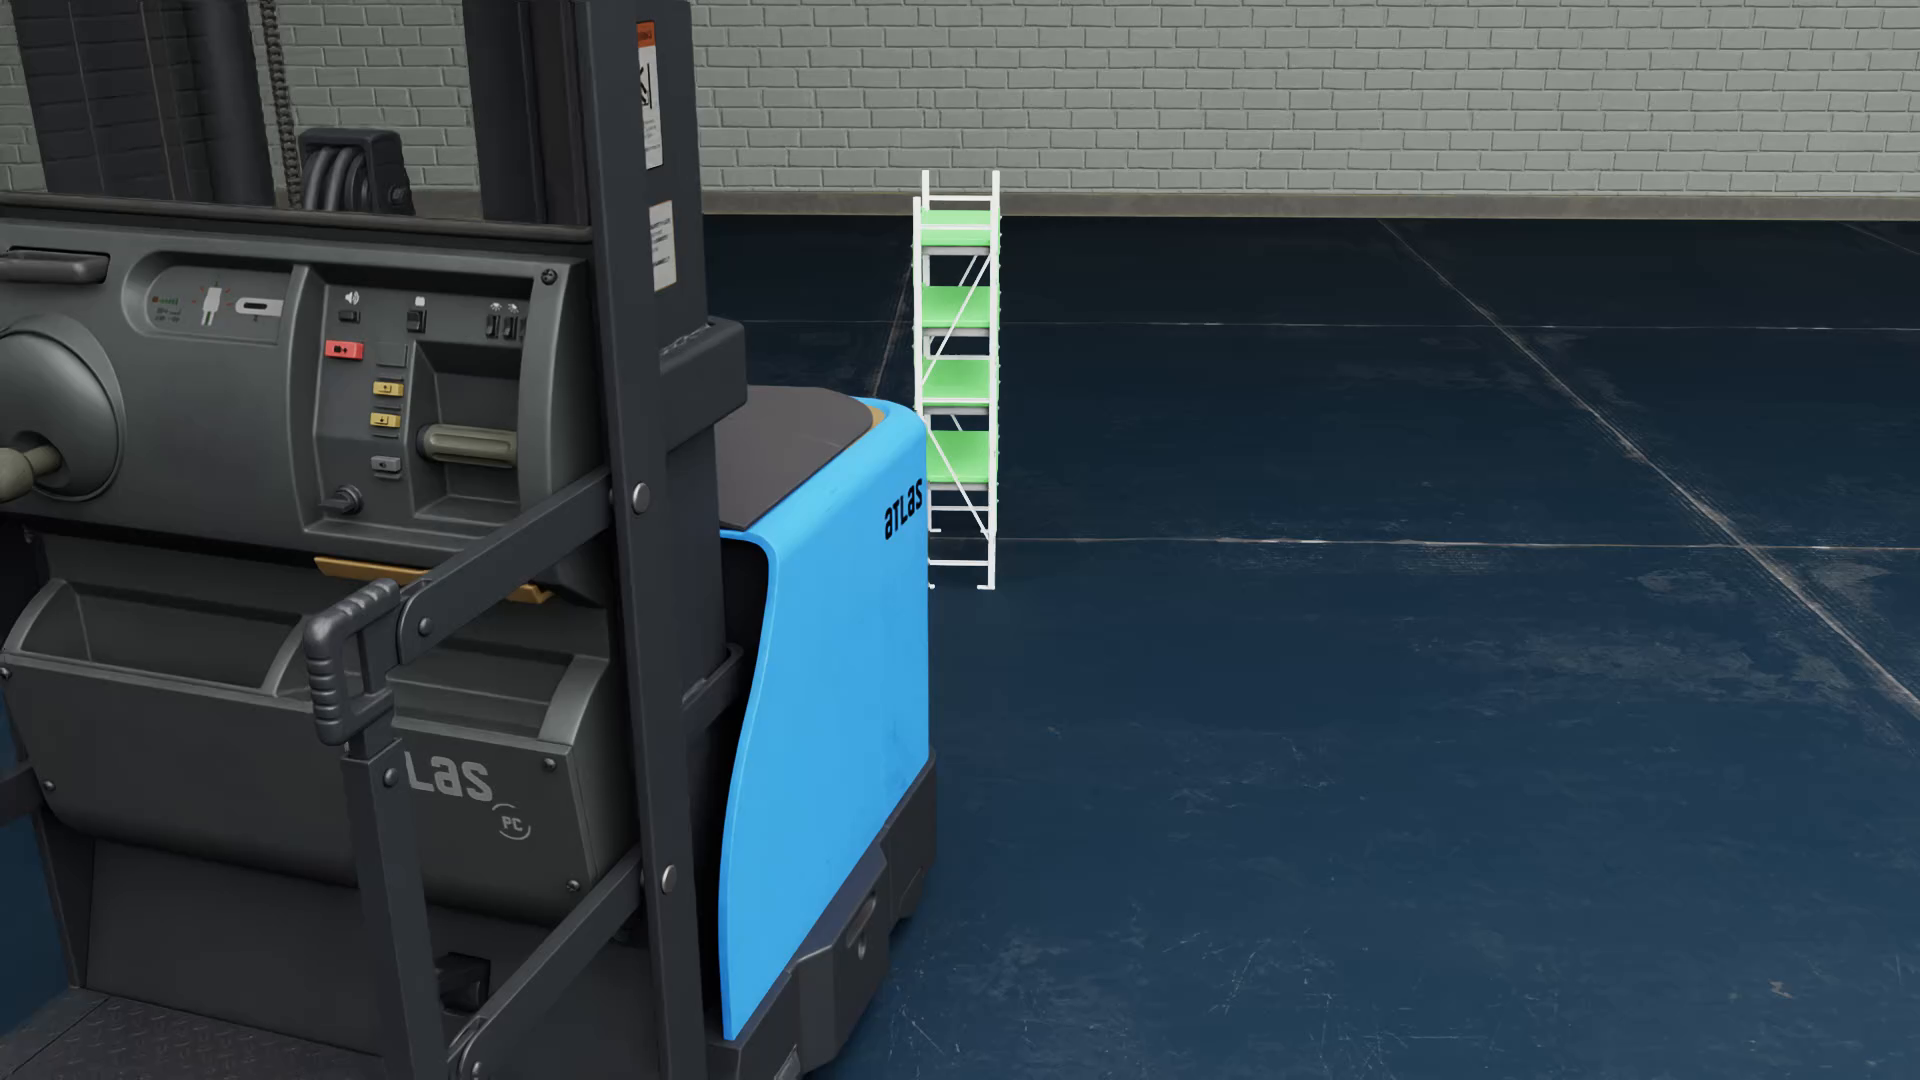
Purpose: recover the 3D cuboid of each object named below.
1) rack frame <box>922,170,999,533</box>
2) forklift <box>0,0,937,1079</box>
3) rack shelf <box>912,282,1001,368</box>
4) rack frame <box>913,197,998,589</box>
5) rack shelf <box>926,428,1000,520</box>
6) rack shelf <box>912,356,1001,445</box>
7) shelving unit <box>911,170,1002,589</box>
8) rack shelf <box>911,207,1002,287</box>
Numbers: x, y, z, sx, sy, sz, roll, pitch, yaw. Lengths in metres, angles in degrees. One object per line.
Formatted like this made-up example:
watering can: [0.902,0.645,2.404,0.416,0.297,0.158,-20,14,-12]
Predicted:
rack frame: [0.002,-0.588,5.385,0.240,1.200,0.015,1,21,2]
forklift: [-0.983,-0.184,1.951,1.130,2.935,3.031,7,22,16]
rack shelf: [-0.005,-0.664,5.094,0.258,0.148,0.480,1,21,2]
rack frame: [-0.012,-0.411,4.930,0.240,1.200,0.015,1,21,2]
rack shelf: [-0.005,-0.216,5.268,0.258,0.148,0.480,1,21,2]
rack shelf: [-0.005,-0.440,5.181,0.258,0.148,0.480,1,21,2]
shelving unit: [-0.005,-0.500,5.158,0.258,1.200,0.503,1,21,2]
rack shelf: [-0.005,-0.887,5.007,0.258,0.148,0.480,1,21,2]
